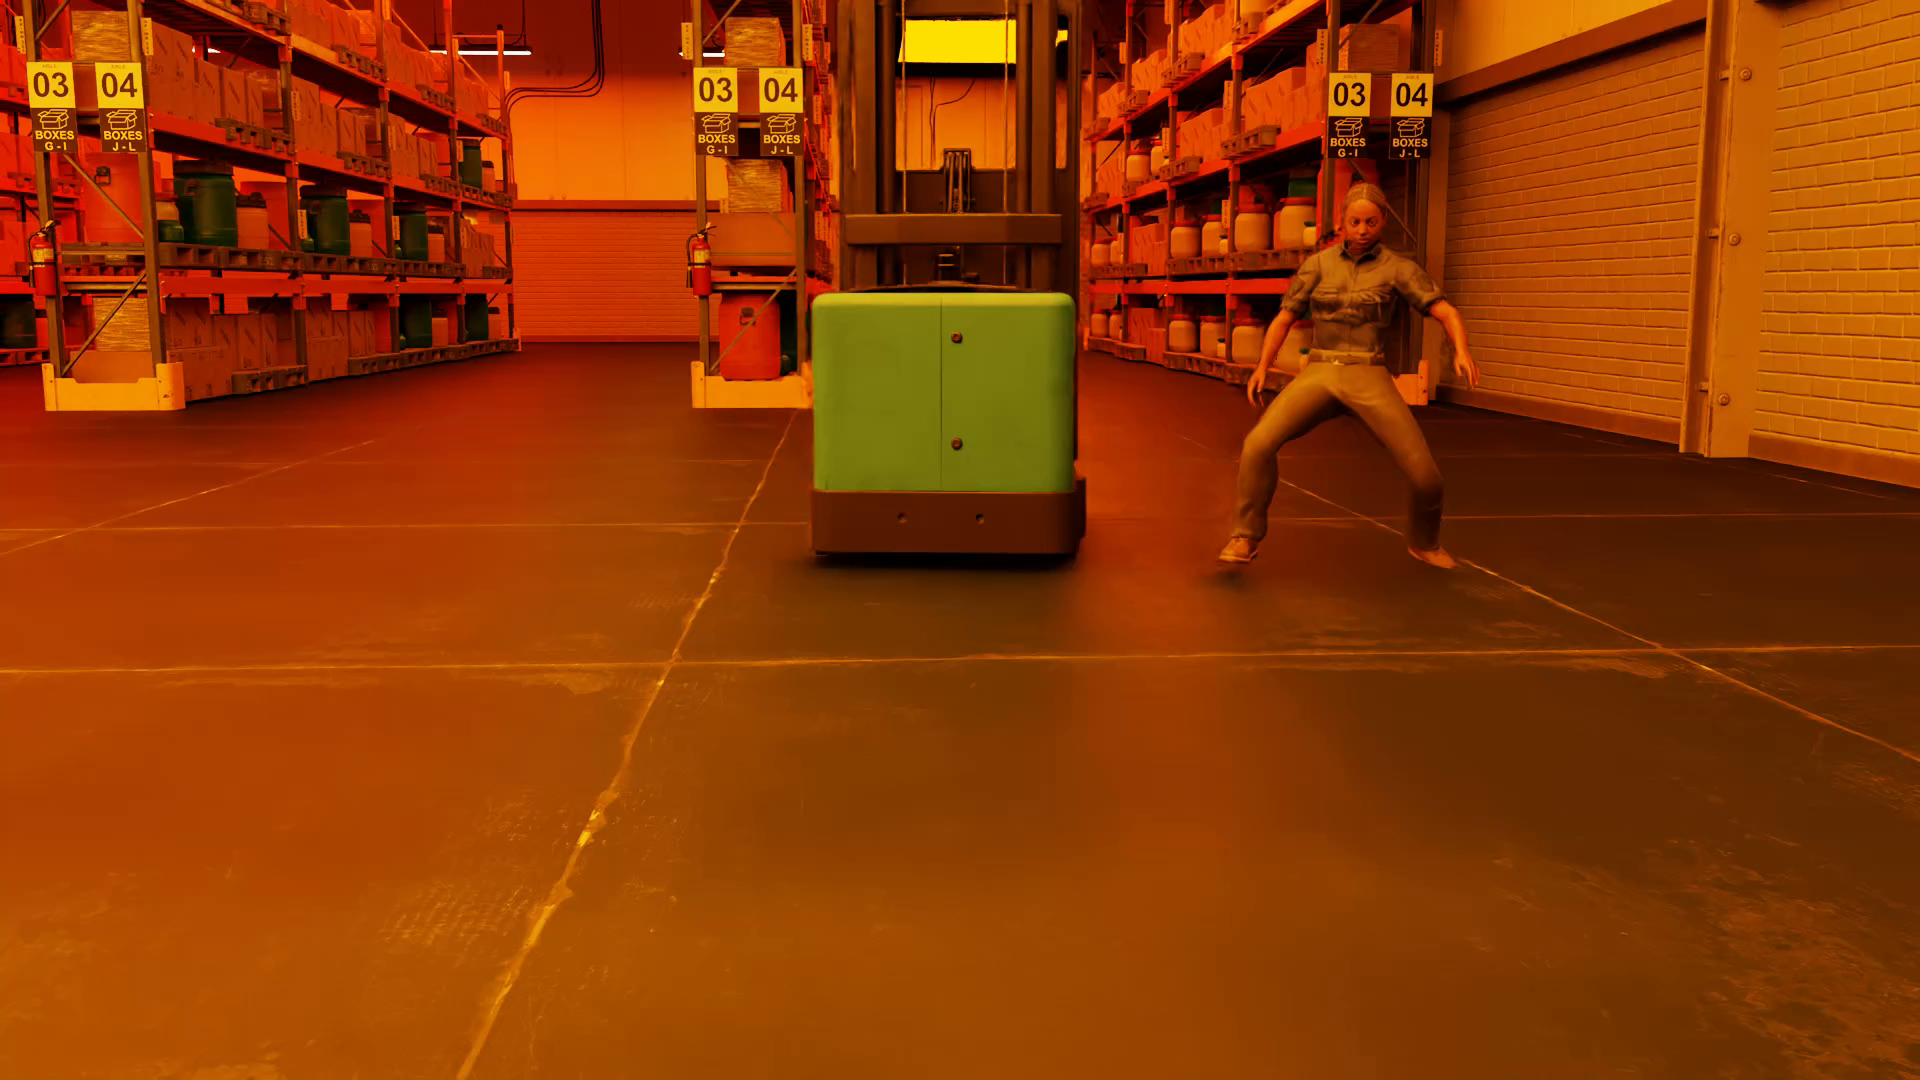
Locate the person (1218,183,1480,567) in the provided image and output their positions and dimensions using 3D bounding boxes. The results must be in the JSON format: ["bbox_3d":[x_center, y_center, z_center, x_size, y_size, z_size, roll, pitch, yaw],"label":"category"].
[{"bbox_3d":[1.540,-0.599,6.449,0.927,1.523,0.787,3,9,20],"label":"person"}]

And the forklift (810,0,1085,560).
[{"bbox_3d":[0.012,-1.549,7.765,1.130,2.935,3.031,0,8,3],"label":"forklift"}]
